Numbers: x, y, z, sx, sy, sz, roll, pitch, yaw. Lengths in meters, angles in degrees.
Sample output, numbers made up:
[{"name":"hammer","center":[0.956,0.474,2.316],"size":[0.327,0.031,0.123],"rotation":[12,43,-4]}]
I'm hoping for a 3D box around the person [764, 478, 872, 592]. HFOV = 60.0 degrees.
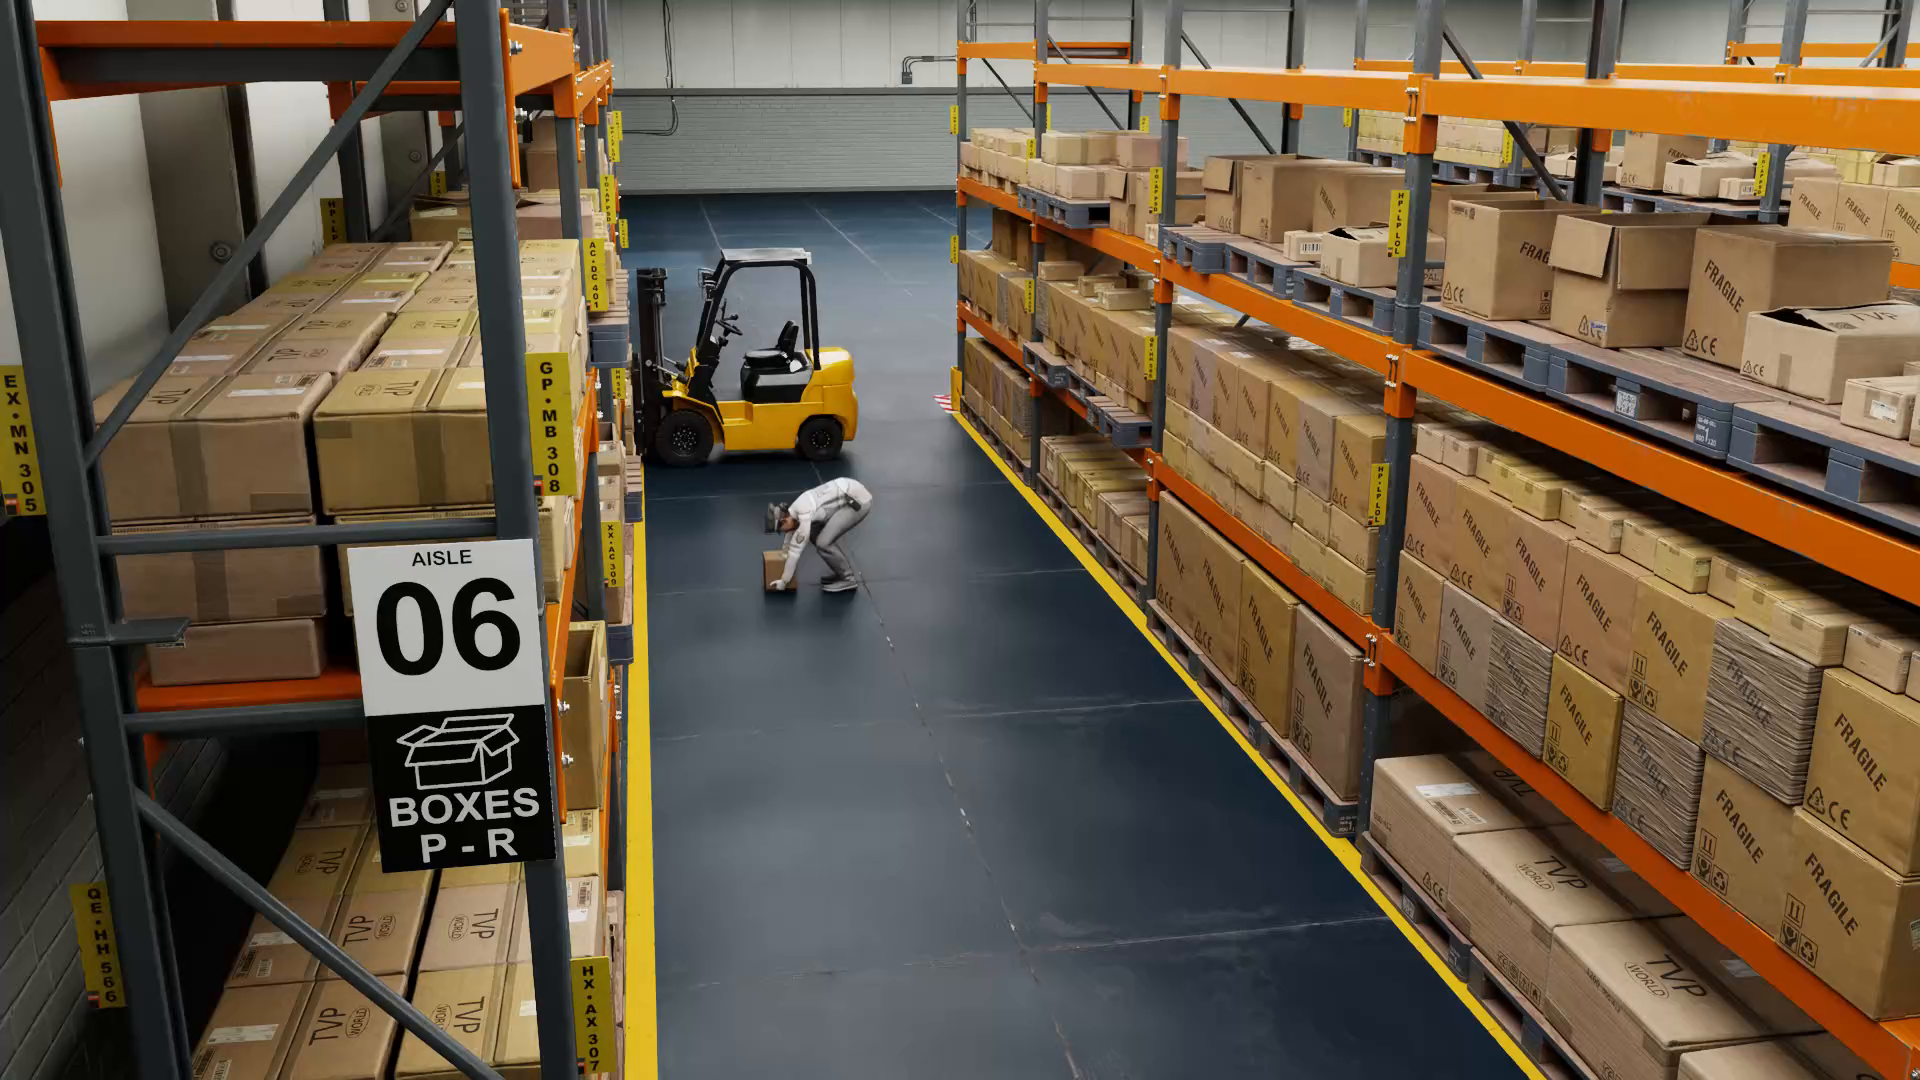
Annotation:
[{"name":"person","center":[-1.151,-0.037,13.527],"size":[0.878,0.889,0.462],"rotation":[-4,17,-13]}]
